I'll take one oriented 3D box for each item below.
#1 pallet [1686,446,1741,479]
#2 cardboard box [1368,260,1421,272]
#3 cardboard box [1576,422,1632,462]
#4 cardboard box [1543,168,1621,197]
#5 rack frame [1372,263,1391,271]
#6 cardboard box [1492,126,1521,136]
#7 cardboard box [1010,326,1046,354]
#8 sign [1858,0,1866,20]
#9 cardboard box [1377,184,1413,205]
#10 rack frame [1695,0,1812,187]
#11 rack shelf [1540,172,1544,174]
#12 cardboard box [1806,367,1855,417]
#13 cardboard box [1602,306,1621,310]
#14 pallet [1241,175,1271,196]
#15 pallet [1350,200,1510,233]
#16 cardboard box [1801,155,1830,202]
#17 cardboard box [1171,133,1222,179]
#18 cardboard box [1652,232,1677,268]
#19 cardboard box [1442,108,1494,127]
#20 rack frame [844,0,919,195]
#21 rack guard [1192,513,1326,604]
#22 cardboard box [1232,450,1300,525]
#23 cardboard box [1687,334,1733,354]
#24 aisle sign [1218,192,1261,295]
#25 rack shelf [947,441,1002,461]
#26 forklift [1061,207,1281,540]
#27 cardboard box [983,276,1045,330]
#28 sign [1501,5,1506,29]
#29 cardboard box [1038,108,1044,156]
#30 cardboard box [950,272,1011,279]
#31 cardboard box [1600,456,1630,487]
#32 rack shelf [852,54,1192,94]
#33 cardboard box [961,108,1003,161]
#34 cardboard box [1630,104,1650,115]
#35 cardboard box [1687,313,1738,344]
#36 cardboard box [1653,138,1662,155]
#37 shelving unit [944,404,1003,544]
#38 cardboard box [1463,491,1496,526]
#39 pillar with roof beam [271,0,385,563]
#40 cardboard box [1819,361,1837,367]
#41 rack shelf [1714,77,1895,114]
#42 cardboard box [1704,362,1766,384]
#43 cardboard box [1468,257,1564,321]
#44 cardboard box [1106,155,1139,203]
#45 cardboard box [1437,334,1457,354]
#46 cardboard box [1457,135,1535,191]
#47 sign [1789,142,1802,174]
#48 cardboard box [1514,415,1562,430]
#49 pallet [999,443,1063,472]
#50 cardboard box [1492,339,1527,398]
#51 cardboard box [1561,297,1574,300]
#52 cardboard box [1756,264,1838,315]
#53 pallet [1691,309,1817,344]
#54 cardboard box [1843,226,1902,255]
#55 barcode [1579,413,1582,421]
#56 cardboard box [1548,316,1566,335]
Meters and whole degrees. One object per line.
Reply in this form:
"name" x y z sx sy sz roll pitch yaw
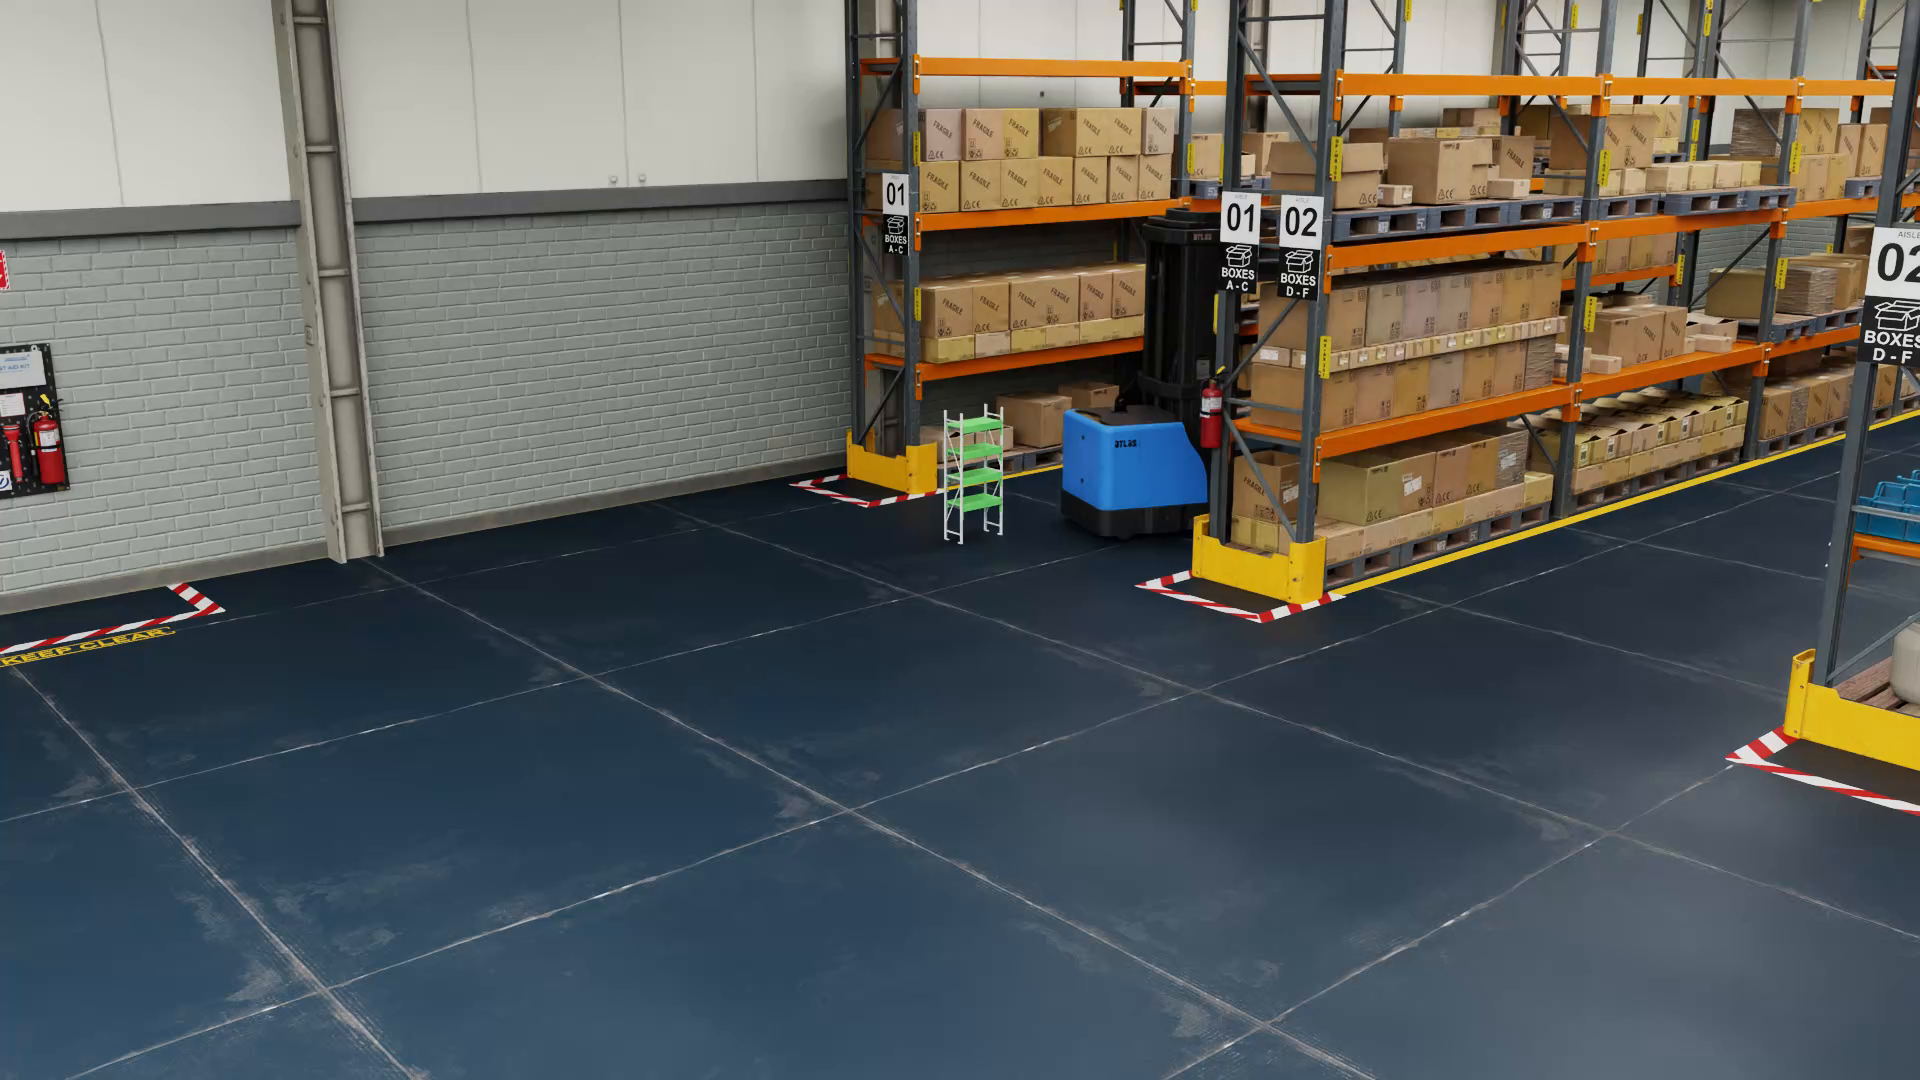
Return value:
"pallet" 7.864 -0.949 18.394 1.213 0.211 1.003 -13 19 -39
"cardboard box" 5.790 -3.626 22.203 0.500 0.500 0.500 -12 19 -38
"cardboard box" 6.349 -1.001 16.613 0.500 0.311 0.500 -13 20 -40
"cardboard box" 5.964 -3.433 15.952 0.500 0.250 0.500 -10 18 -34
"rack frame" 5.256 -3.392 22.135 0.127 3.000 1.000 -13 19 -39
"cardboard box" 7.538 -5.652 23.737 0.500 0.500 0.700 -14 20 -42
"cardboard box" 0.568 -2.170 17.815 0.500 0.250 0.500 -13 20 -40
"sign" 11.186 -6.602 20.566 0.005 0.325 0.100 -13 19 -39
"cardboard box" 3.479 -2.836 13.644 0.250 0.149 0.380 -13 19 -39
"rack frame" 8.511 -5.326 17.753 0.127 3.000 1.000 -13 19 -39
"rack shelf" 9.782 -5.510 25.646 4.000 0.370 1.077 -13 19 -39
"cardboard box" 10.587 -1.804 20.183 0.500 0.500 0.500 -12 19 -39
"cardboard box" 10.072 -3.434 26.324 0.500 0.500 0.700 -13 20 -41
"pallet" 3.555 -4.333 20.210 1.003 0.211 1.213 -13 19 -39
"pallet" 3.947 -2.802 14.285 1.213 0.211 1.003 -13 19 -39
"cardboard box" 9.202 -4.092 18.752 0.500 0.500 0.910 -13 19 -39
"cardboard box" 2.703 -4.492 19.433 0.500 0.500 0.500 -9 18 -32
"cardboard box" 10.913 -4.804 26.840 0.700 0.700 0.980 -12 19 -37
"cardboard box" 7.117 -5.922 23.295 0.500 0.250 0.500 -13 20 -41
"rack frame" -0.779 -4.935 16.288 0.127 3.000 1.000 -13 19 -39
"rack guard" 2.457 0.139 13.761 0.348 0.500 1.175 -13 19 -39
"cardboard box" 2.685 -0.458 14.215 0.500 0.500 0.500 -13 19 -39
"cardboard box" 8.014 -2.100 17.788 0.250 0.149 0.380 -13 19 -39
"aisle sign" 2.233 -2.375 13.291 0.004 0.787 0.394 -13 19 -39
"rack shelf" 0.125 -0.778 15.155 0.480 0.148 0.258 -13 19 -39
"forklift" 2.539 -1.624 15.651 3.031 2.935 1.130 -5 16 -18
"cardboard box" 0.552 -2.526 17.695 0.500 0.500 0.500 -13 20 -41
"sign" 7.928 -7.608 24.177 0.005 0.325 0.100 -13 19 -39
"cardboard box" 0.550 -4.408 17.958 0.500 0.500 0.500 -13 20 -39
"cardboard box" 0.210 -2.629 18.079 0.500 0.500 0.500 -13 20 -41
"cardboard box" 6.347 -0.731 16.690 0.500 0.250 0.500 -12 19 -38
"rack shelf" 0.730 -4.925 17.649 4.000 0.370 1.077 -13 19 -39
"cardboard box" 0.083 -4.120 16.879 0.500 0.500 0.500 -13 20 -40
"cardboard box" 10.145 -6.387 25.368 0.500 0.500 0.500 -14 20 -42
"cardboard box" 8.208 -2.332 18.340 0.500 0.311 0.500 -11 19 -36
"cardboard box" 10.521 -6.111 25.785 0.500 0.250 0.500 -14 20 -41
"shelving unit" 0.125 -0.608 15.200 0.503 1.200 0.258 -13 19 -39
"cardboard box" 4.536 -0.333 15.200 0.500 0.250 0.500 -13 19 -39
"pillar with roof beam" -2.519 -3.367 10.419 0.400 9.000 9.100 -13 19 -39
"cardboard box" 10.608 -1.983 20.854 0.500 0.500 0.500 -12 19 -39
"rack shelf" 10.019 -5.124 19.166 4.000 0.370 1.077 -13 19 -39
"cardboard box" 9.102 -2.010 19.499 0.500 0.250 0.500 -12 19 -37
"cardboard box" 5.163 -2.349 15.524 0.500 0.500 0.700 -13 19 -39
"cardboard box" 1.630 -4.004 18.384 0.500 0.500 0.500 14 20 42
"cardboard box" 4.073 -1.719 14.423 0.250 0.149 0.380 -12 19 -39
"cardboard box" 4.940 -3.484 15.391 0.500 0.500 0.500 -11 18 -35
"sign" 8.869 -4.056 17.654 0.005 0.325 0.100 -13 19 -39
"cardboard box" 5.999 -1.110 17.019 0.500 0.311 0.500 -12 19 -38
"pallet" 0.834 -1.039 18.729 1.213 0.211 1.003 -13 19 -39
"cardboard box" 4.769 -1.632 15.352 0.500 0.500 0.700 -13 20 -40
"cardboard box" 9.645 -3.720 26.136 0.250 0.149 0.380 -13 20 -40
"cardboard box" 9.727 -2.926 19.383 0.500 0.500 0.700 -9 17 -29
"pallet" 8.976 -2.464 19.033 1.003 0.211 1.213 -13 19 -39
"cardboard box" 11.740 -3.773 21.432 0.500 0.500 0.500 -13 19 -39
"barcode" 5.959 -1.181 15.991 0.075 0.075 0.001 -13 19 -39
"cardboard box" 5.429 -2.024 15.565 0.250 0.149 0.380 -13 20 -39
